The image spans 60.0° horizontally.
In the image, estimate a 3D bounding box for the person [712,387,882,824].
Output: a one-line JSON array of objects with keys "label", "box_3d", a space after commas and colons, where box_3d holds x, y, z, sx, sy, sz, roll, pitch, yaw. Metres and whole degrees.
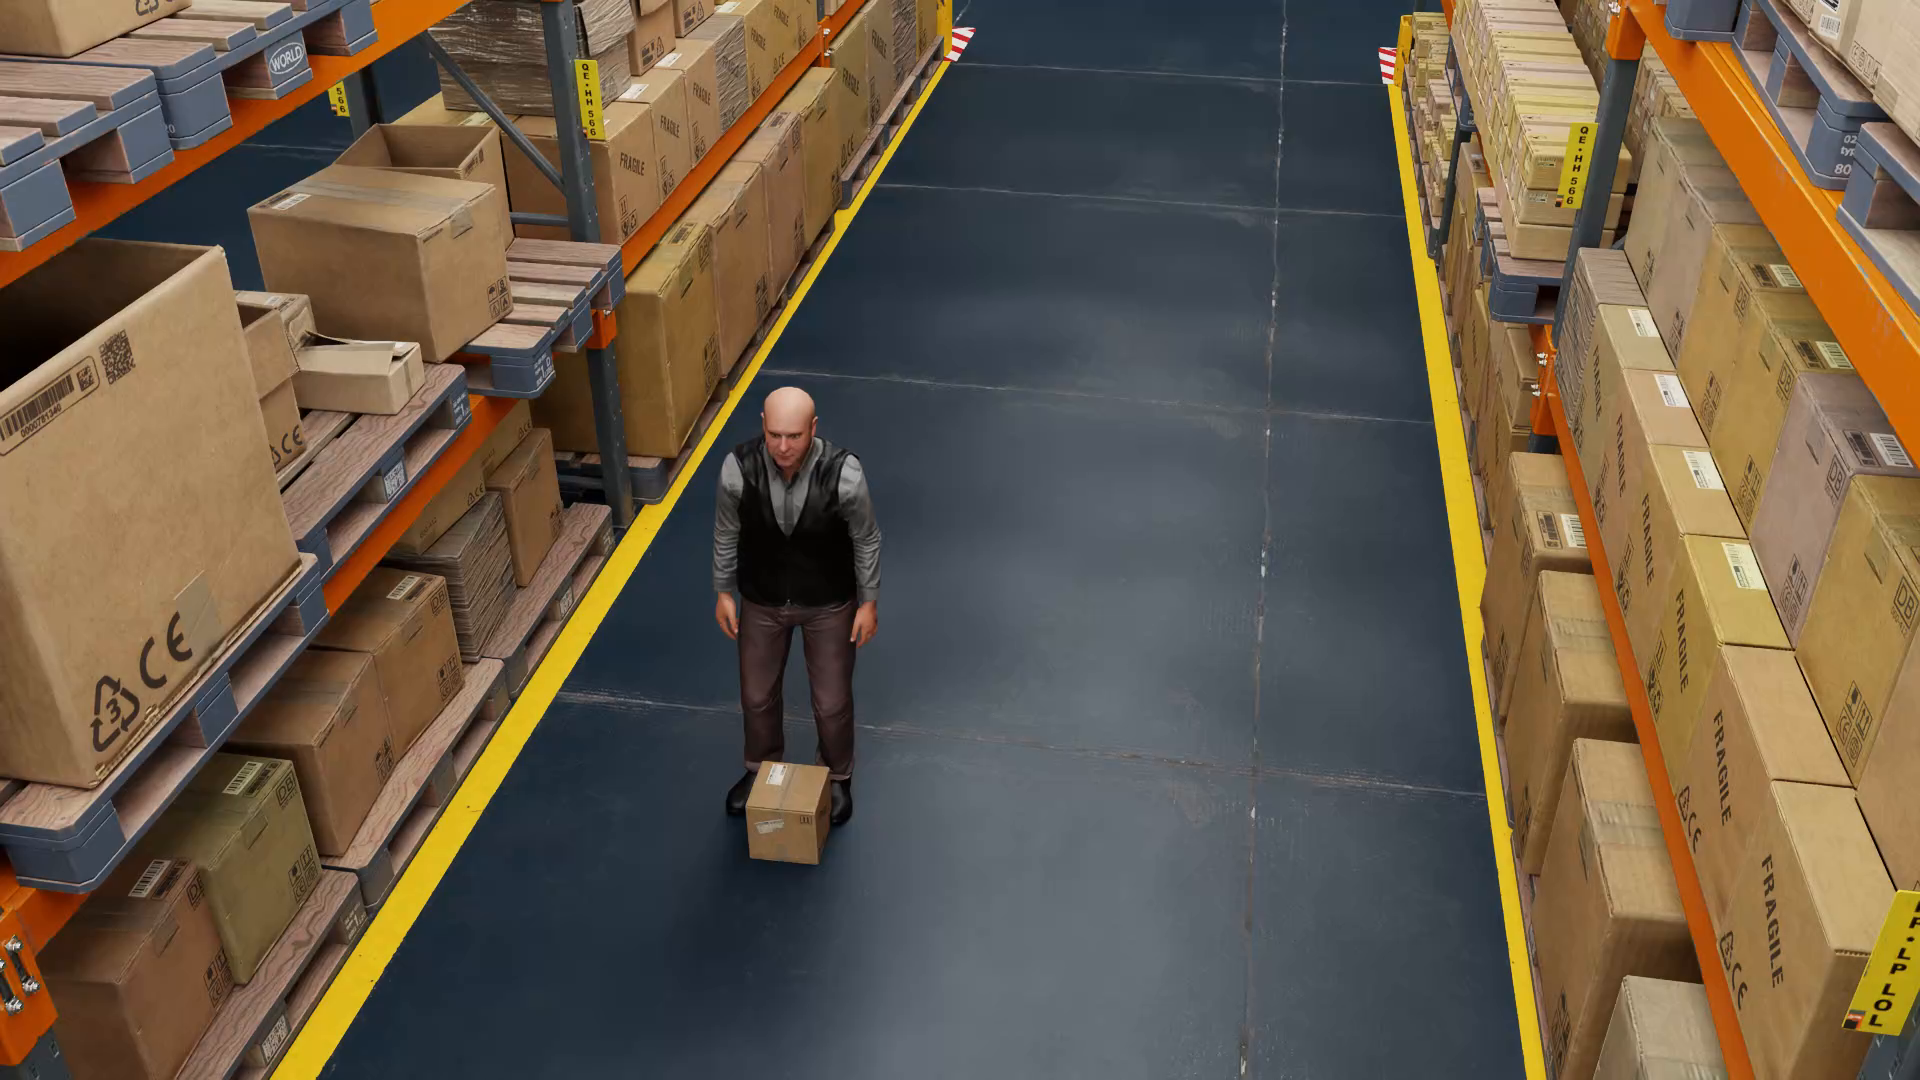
[{"label": "person", "box_3d": [-0.564, 0.210, 5.824, 0.594, 1.722, 0.414, 4, 32, 6]}]
